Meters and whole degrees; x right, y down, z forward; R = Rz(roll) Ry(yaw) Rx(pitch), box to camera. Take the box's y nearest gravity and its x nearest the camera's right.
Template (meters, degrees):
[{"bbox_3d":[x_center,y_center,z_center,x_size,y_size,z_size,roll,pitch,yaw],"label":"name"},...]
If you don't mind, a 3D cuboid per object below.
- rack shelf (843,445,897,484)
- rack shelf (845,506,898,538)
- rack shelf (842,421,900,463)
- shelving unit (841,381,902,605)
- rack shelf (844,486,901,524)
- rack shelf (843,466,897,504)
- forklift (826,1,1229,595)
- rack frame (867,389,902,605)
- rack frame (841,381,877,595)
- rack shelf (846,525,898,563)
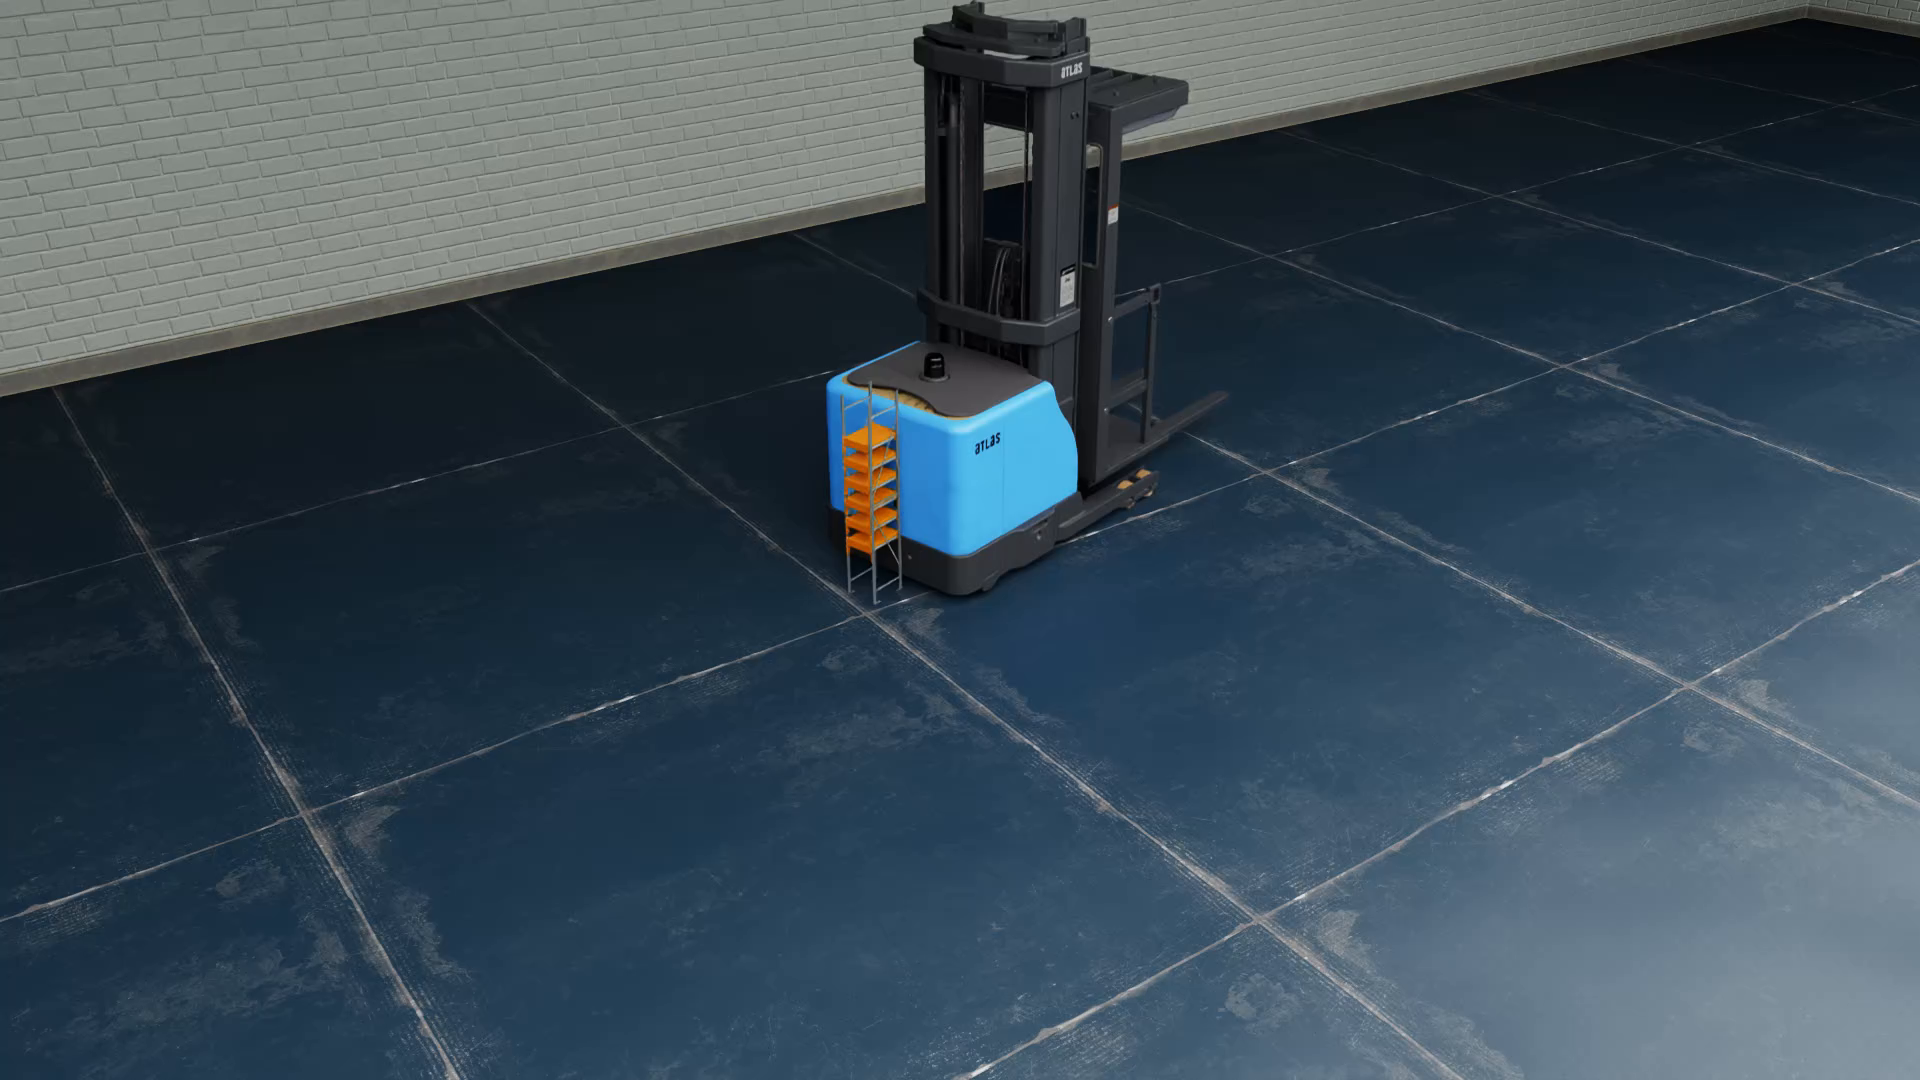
[{"bbox_3d":[-0.470,-0.413,8.844,0.180,0.103,0.258,21,35,33],"label":"rack shelf"},{"bbox_3d":[-0.470,-0.097,9.015,0.180,0.103,0.258,21,35,33],"label":"rack shelf"},{"bbox_3d":[-0.470,-0.519,8.786,0.180,0.103,0.258,21,35,33],"label":"rack shelf"},{"bbox_3d":[-0.470,-0.241,8.937,0.189,1.200,0.258,21,35,33],"label":"shelving unit"},{"bbox_3d":[-0.470,-0.202,8.958,0.180,0.103,0.258,21,35,33],"label":"rack shelf"},{"bbox_3d":[-0.470,-0.308,8.901,0.180,0.103,0.258,21,35,33],"label":"rack shelf"},{"bbox_3d":[0.572,-1.618,9.658,1.130,2.935,3.031,22,35,34],"label":"forklift"},{"bbox_3d":[-0.399,-0.214,8.887,0.006,1.200,0.240,21,35,33],"label":"rack frame"},{"bbox_3d":[-0.542,-0.268,8.987,0.006,1.200,0.240,21,35,33],"label":"rack frame"},{"bbox_3d":[-0.470,0.009,9.073,0.180,0.103,0.258,21,35,33],"label":"rack shelf"}]
